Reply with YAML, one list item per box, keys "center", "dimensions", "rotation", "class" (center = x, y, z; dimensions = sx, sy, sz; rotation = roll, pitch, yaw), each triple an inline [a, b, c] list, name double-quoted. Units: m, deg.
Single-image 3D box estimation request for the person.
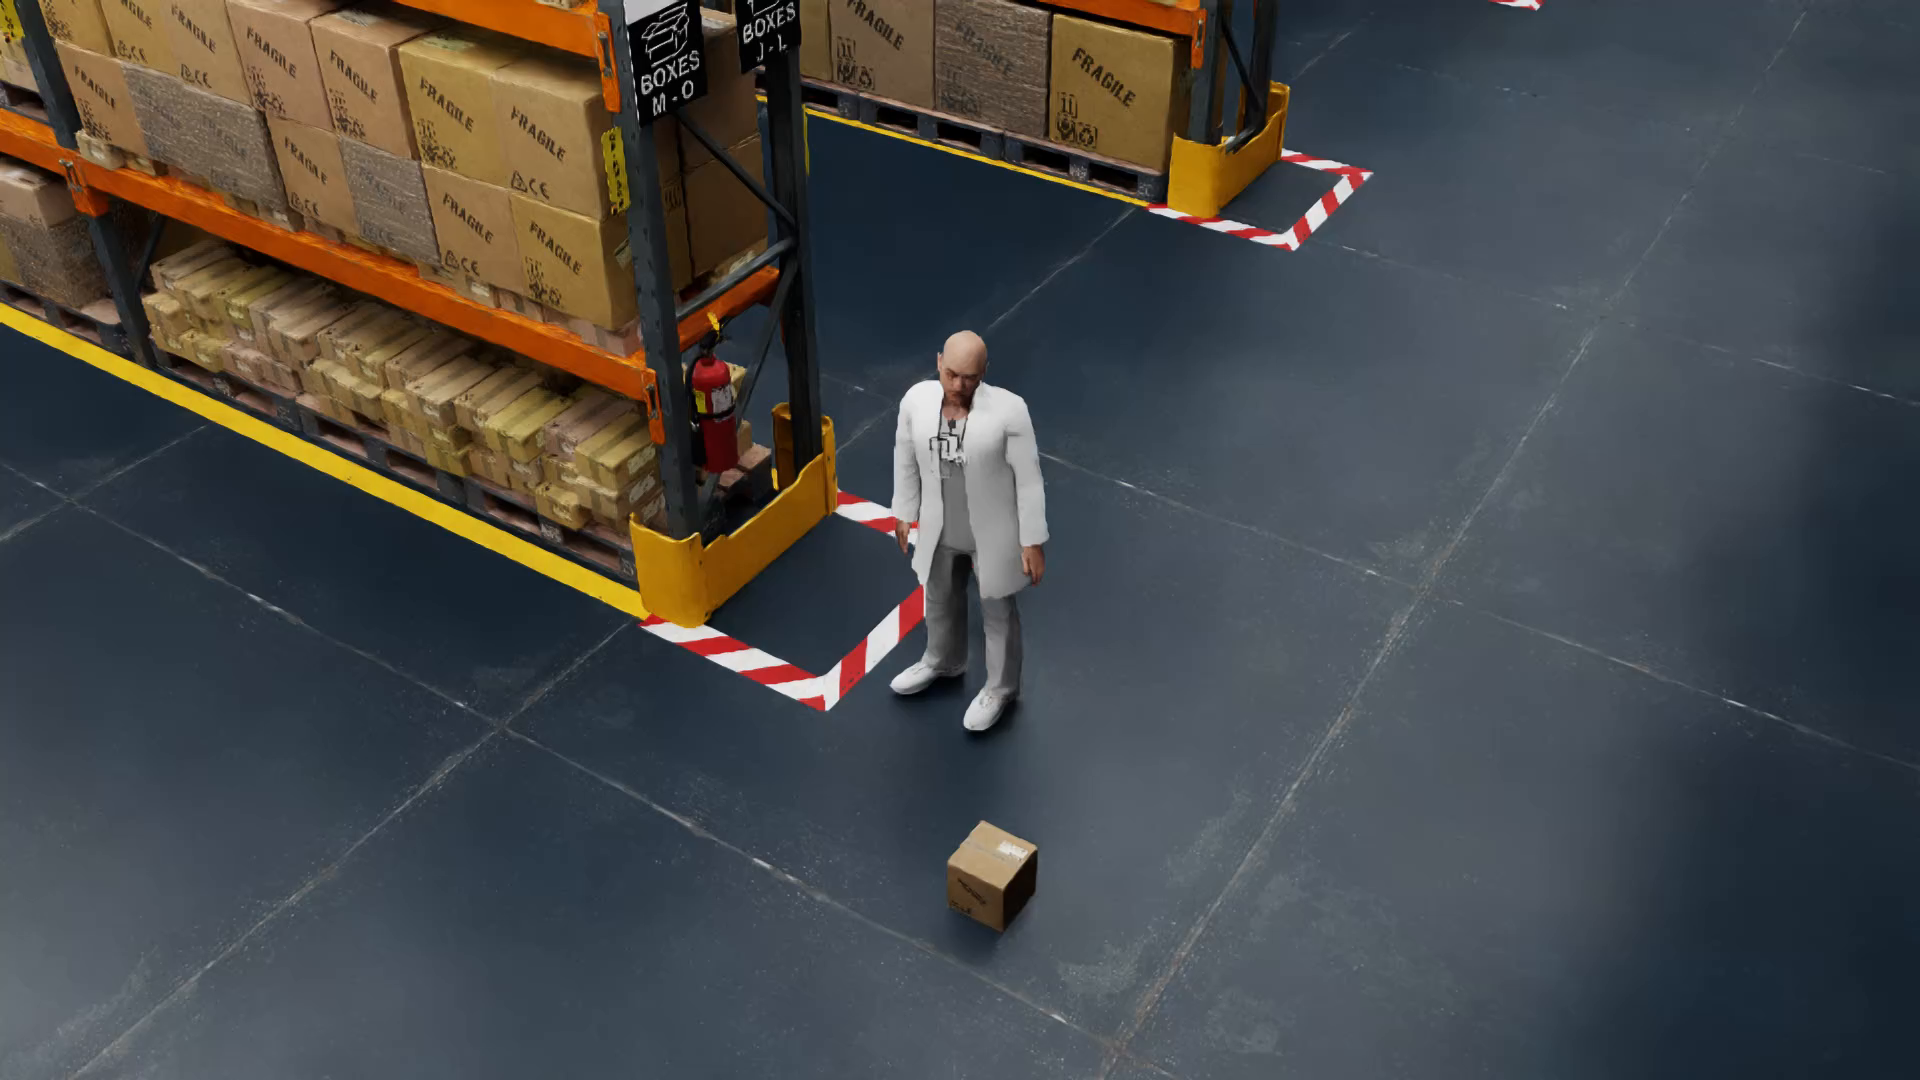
- center: [0.025, -0.014, 6.660]
  dimensions: [0.688, 1.793, 0.429]
  rotation: [14, 40, 17]
  class: "person"
